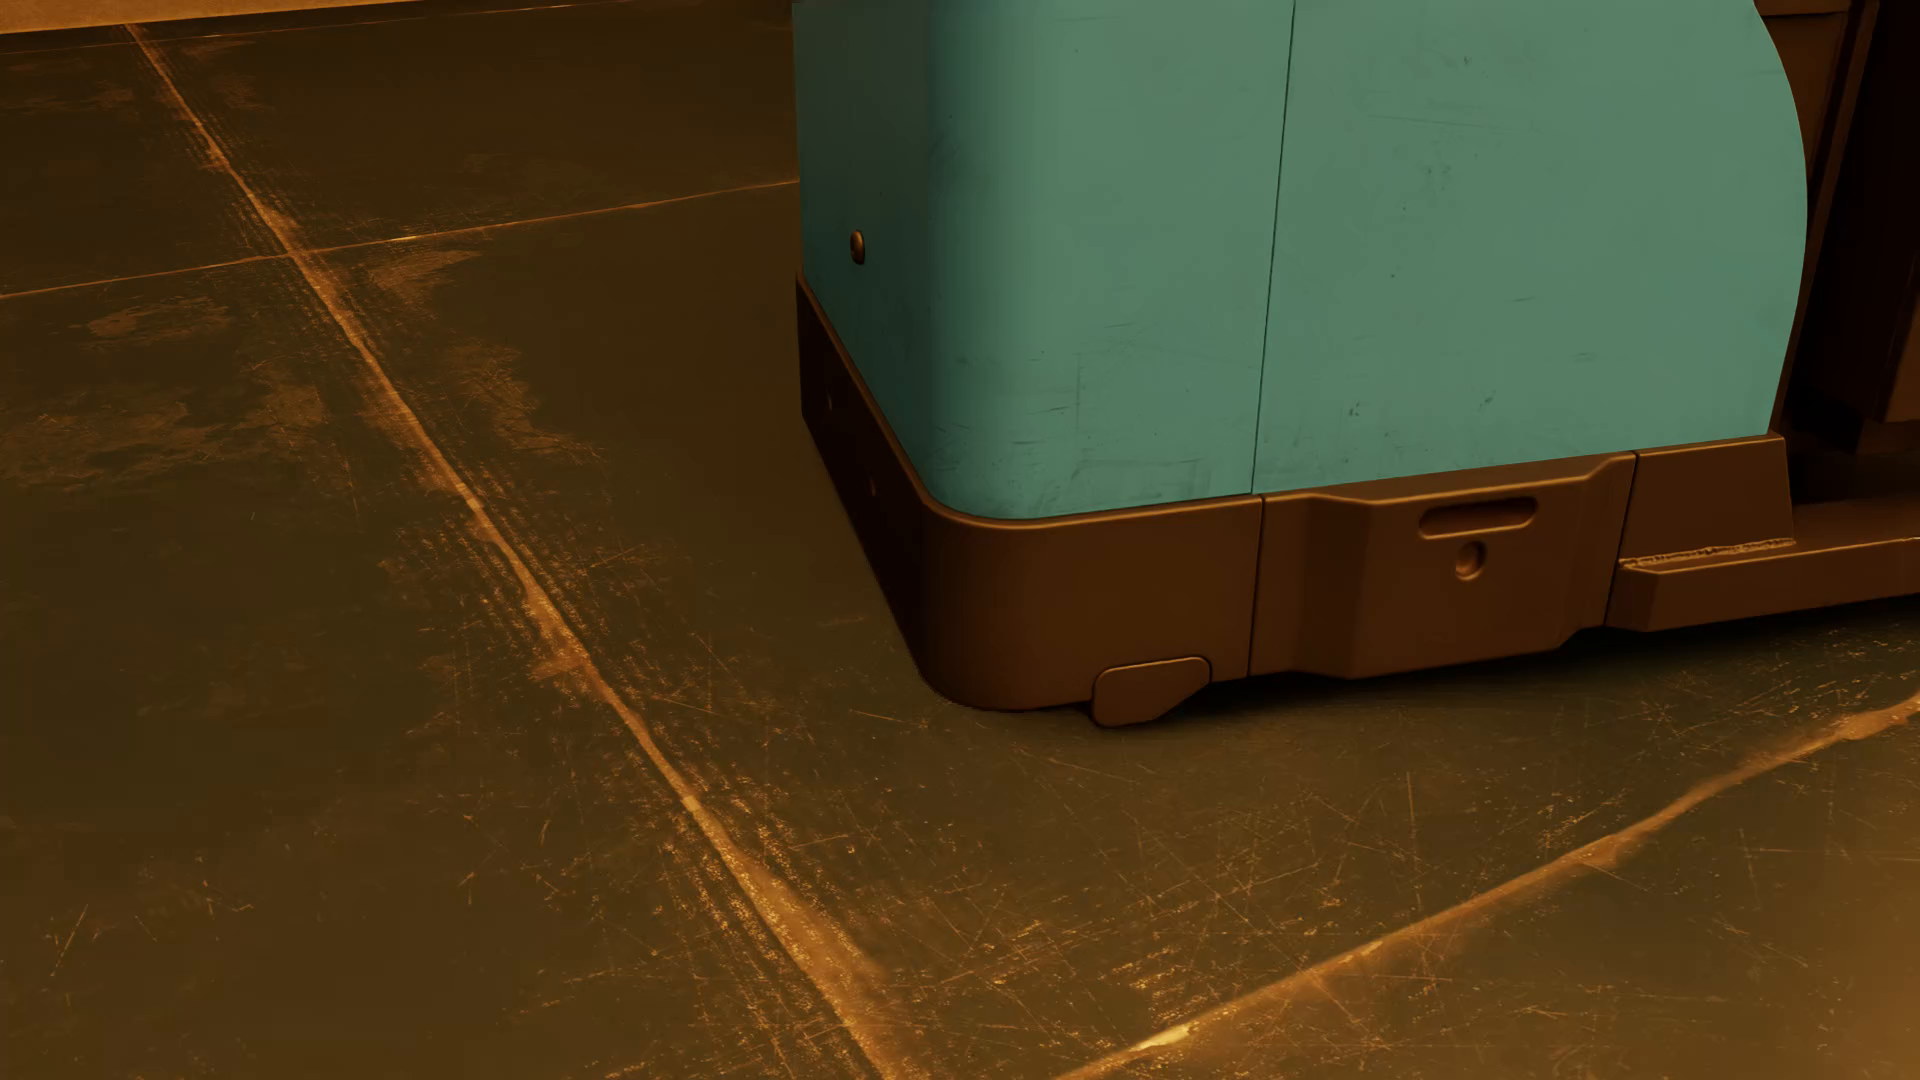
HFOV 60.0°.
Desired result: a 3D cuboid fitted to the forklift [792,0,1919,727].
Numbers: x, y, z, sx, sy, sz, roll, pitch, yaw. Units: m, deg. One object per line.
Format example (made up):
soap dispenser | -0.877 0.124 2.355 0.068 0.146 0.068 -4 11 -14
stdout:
forklift | 1.313 -1.436 2.090 3.031 2.935 1.130 -7 28 -13
